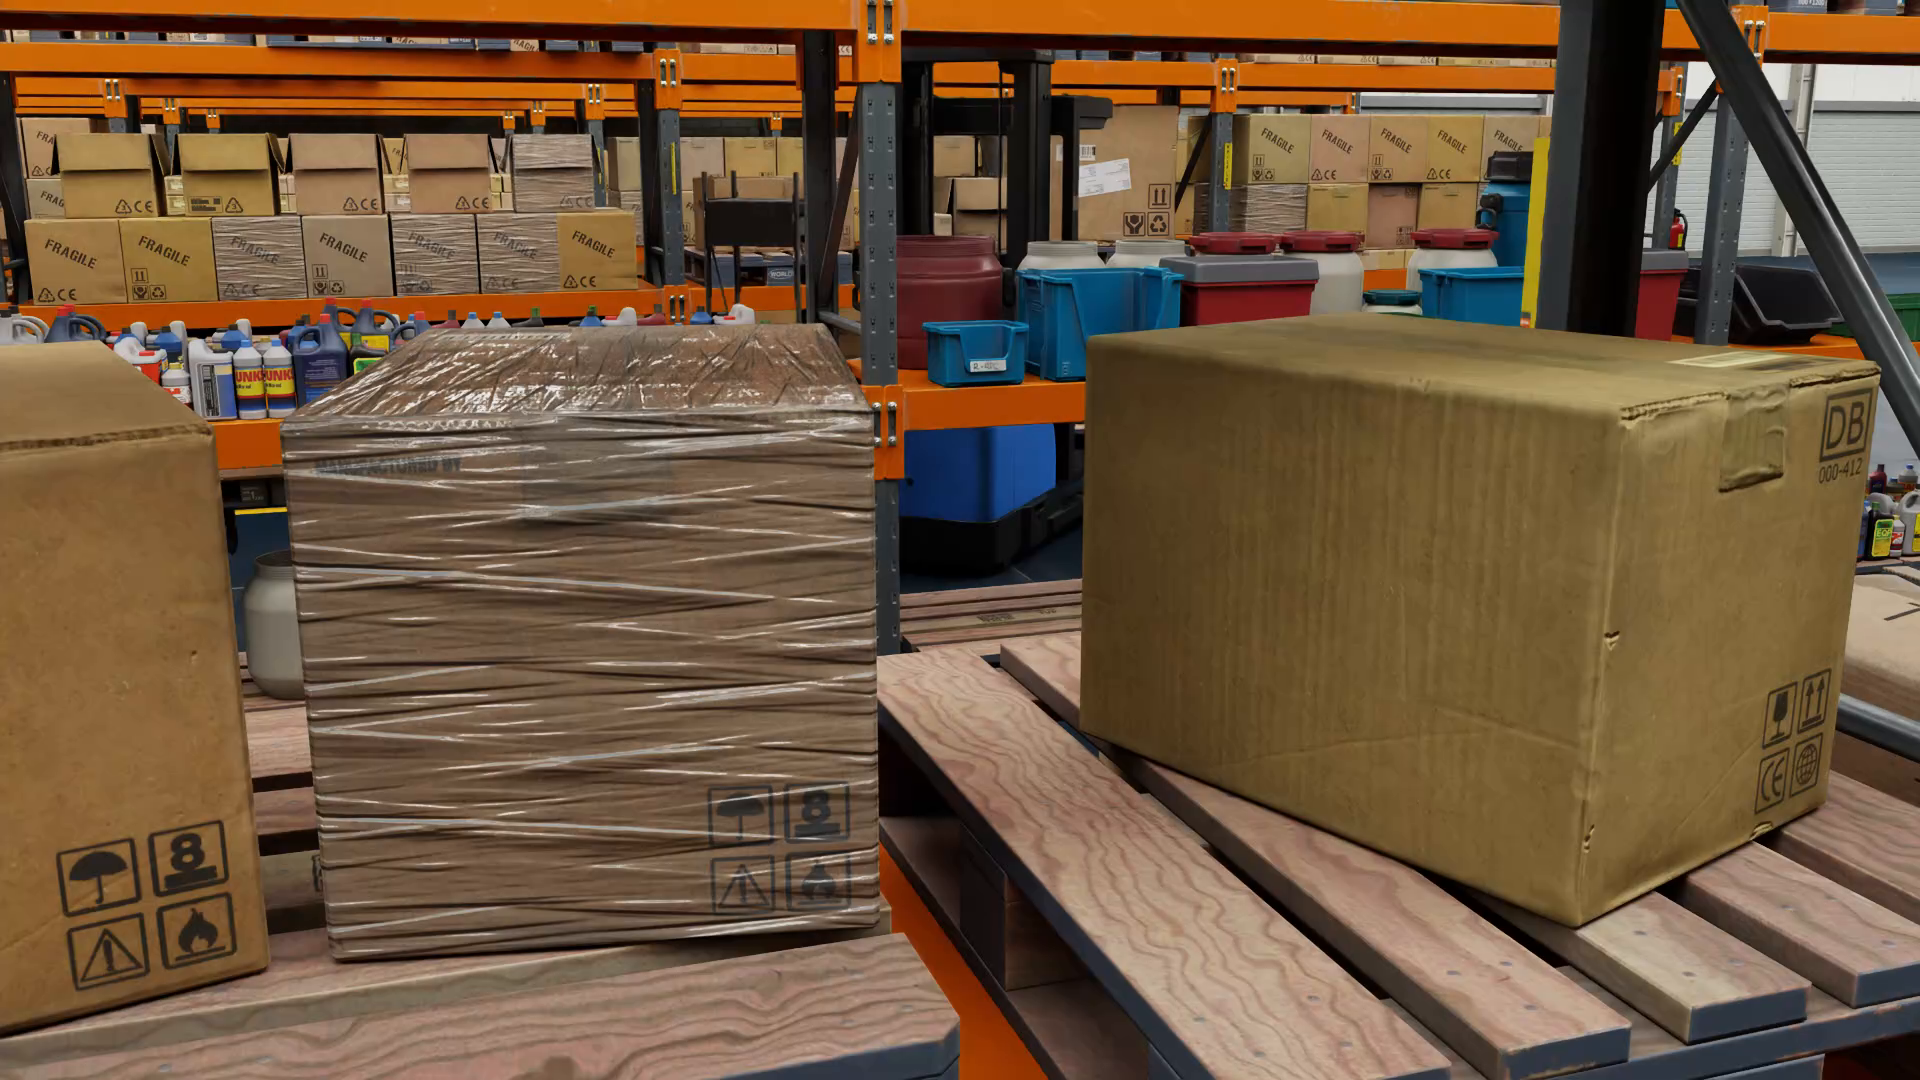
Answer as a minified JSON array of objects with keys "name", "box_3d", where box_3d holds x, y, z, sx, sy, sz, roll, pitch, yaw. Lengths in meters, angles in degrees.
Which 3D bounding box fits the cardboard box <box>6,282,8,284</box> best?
[{"name":"cardboard box","box_3d":[-13.341,-3.500,23.126,0.250,0.149,0.380,-5,14,-20]}]

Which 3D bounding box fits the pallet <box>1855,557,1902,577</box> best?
[{"name":"pallet","box_3d":[3.984,0.144,8.583,1.213,0.211,1.003,-4,14,-18]}]

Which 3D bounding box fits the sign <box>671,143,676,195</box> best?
[{"name":"sign","box_3d":[-1.856,-2.405,10.771,0.005,0.325,0.100,-4,14,-18]}]

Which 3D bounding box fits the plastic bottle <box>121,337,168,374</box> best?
[{"name":"plastic bottle","box_3d":[-2.859,-0.574,5.842,0.135,0.276,0.152,-4,14,-18]}]

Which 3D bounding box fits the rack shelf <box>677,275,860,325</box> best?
[{"name":"rack shelf","box_3d":[-0.141,-1.761,12.120,4.000,0.370,1.077,-4,14,-18]}]

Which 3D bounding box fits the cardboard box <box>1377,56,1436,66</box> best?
[{"name":"cardboard box","box_3d":[3.237,-3.697,12.544,0.500,0.250,0.500,-5,14,-20]}]

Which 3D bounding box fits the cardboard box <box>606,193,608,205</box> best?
[{"name":"cardboard box","box_3d":[-4.277,-4.226,20.562,0.250,0.149,0.380,-5,14,-22]}]

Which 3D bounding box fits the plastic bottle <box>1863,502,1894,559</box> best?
[{"name":"plastic bottle","box_3d":[4.580,-0.051,8.293,0.133,0.283,0.061,-4,14,-16]}]

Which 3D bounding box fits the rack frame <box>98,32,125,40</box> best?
[{"name":"rack frame","box_3d":[-7.314,-5.682,14.085,0.127,3.000,1.000,-4,14,-18]}]

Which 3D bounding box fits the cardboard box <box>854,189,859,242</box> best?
[{"name":"cardboard box","box_3d":[-1.099,-3.231,16.528,0.500,0.500,0.500,-4,14,-17]}]

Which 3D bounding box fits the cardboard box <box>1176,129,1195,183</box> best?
[{"name":"cardboard box","box_3d":[2.169,-4.089,17.693,0.500,0.550,0.875,-4,14,-18]}]

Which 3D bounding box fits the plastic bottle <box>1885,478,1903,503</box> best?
[{"name":"plastic bottle","box_3d":[5.209,-0.247,9.297,0.097,0.201,0.097,0,13,0]}]

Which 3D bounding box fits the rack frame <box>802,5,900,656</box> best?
[{"name":"rack frame","box_3d":[-0.457,-0.877,6.849,0.127,3.000,1.000,-4,14,-18]}]

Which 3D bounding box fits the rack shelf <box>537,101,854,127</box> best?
[{"name":"rack shelf","box_3d":[-3.302,-5.394,20.910,4.000,0.370,1.077,-4,14,-18]}]

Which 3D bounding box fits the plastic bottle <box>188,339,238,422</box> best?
[{"name":"plastic bottle","box_3d":[-2.590,-0.558,5.774,0.135,0.276,0.152,-4,14,-18]}]

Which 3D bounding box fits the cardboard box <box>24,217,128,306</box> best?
[{"name":"cardboard box","box_3d":[-5.312,-1.696,10.075,0.500,0.500,0.500,-4,14,-18]}]

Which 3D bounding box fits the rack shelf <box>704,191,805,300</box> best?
[{"name":"rack shelf","box_3d":[-0.991,-1.508,8.480,0.480,0.518,0.431,4,14,15]}]

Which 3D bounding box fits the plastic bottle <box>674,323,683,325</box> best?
[{"name":"plastic bottle","box_3d":[-1.181,-0.810,6.995,0.097,0.201,0.097,0,13,0]}]

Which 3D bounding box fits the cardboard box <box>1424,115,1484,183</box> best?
[{"name":"cardboard box","box_3d":[3.680,-3.029,12.877,0.500,0.500,0.500,-4,14,-18]}]

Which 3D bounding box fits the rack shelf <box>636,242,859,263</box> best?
[{"name":"rack shelf","box_3d":[-1.627,-2.857,16.724,4.000,0.370,1.077,-4,14,-18]}]

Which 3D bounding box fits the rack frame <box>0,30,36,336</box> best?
[{"name":"rack frame","box_3d":[-5.828,-1.668,10.175,0.127,3.000,1.000,-4,14,-18]}]

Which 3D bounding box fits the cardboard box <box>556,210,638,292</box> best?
[{"name":"cardboard box","box_3d":[-2.425,-1.921,11.023,0.500,0.500,0.500,-4,14,-16]}]

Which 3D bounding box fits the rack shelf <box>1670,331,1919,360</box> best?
[{"name":"rack shelf","box_3d":[5.230,-0.970,8.794,4.000,0.370,1.077,-4,14,-18]}]

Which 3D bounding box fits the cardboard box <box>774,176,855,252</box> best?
[{"name":"cardboard box","box_3d":[-1.040,-2.328,11.826,0.500,0.500,0.700,-2,14,-10]}]

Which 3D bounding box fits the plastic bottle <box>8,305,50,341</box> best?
[{"name":"plastic bottle","box_3d":[-3.481,-0.698,6.201,0.185,0.351,0.144,-4,14,-18]}]

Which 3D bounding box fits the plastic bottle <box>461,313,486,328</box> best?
[{"name":"plastic bottle","box_3d":[-1.965,-0.783,6.730,0.097,0.271,0.097,0,13,0]}]

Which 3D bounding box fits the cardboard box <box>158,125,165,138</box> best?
[{"name":"cardboard box","box_3d":[-9.370,-4.726,19.251,0.250,0.149,0.380,-5,14,-19]}]

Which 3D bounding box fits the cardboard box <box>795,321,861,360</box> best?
[{"name":"cardboard box","box_3d":[-0.912,-1.424,11.977,0.500,0.250,0.500,-3,14,-12]}]

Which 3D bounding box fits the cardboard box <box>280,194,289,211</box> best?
[{"name":"cardboard box","box_3d":[-6.058,-2.977,14.668,0.250,0.149,0.380,-5,14,-20]}]

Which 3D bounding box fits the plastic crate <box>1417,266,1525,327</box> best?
[{"name":"plastic crate","box_3d":[2.388,-1.015,7.463,0.575,0.384,0.392,-4,14,-18]}]

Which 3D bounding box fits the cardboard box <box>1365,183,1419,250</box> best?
[{"name":"cardboard box","box_3d":[3.128,-2.560,13.064,0.500,0.500,0.875,-4,14,-18]}]

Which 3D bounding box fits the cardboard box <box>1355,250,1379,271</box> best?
[{"name":"cardboard box","box_3d":[3.007,-2.157,12.770,0.250,0.149,0.380,-4,14,-18]}]

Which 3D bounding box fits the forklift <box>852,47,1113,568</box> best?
[{"name":"forklift","box_3d":[0.248,-1.575,9.930,1.130,2.935,3.031,5,14,21]}]

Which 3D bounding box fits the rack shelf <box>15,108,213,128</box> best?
[{"name":"rack shelf","box_3d":[-12.471,-5.892,23.003,4.000,0.370,1.077,-4,14,-18]}]

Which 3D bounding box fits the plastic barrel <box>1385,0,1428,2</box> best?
[{"name":"plastic barrel","box_3d":[1.682,-2.694,6.921,0.708,0.901,0.600,-4,14,-18]}]

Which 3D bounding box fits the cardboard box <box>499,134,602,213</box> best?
[{"name":"cardboard box","box_3d":[-2.735,-2.450,11.076,0.637,0.503,0.797,-4,14,-16]}]

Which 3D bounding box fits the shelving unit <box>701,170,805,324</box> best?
[{"name":"shelving unit","box_3d":[-0.991,-0.841,8.639,0.503,2.100,0.431,4,14,15]}]

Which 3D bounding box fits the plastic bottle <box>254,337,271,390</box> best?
[{"name":"plastic bottle","box_3d":[-2.705,-0.691,6.496,0.097,0.201,0.097,0,13,0]}]

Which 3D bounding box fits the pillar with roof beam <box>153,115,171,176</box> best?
[{"name":"pillar with roof beam","box_3d":[-10.149,-7.051,19.839,0.400,9.000,9.100,-4,14,-18]}]

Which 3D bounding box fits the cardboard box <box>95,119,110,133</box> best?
[{"name":"cardboard box","box_3d":[-7.819,-3.464,14.702,0.500,0.500,0.500,-4,14,-17]}]

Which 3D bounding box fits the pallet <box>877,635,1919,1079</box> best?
[{"name":"pallet","box_3d":[0.499,0.368,2.028,1.003,0.211,1.213,-4,14,-18]}]

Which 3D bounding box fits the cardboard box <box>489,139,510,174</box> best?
[{"name":"cardboard box","box_3d":[-5.604,-4.577,20.025,0.500,0.500,0.500,-5,14,-20]}]

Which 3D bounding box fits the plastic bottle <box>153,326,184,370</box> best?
[{"name":"plastic bottle","box_3d":[-2.968,-0.668,6.245,0.097,0.271,0.097,0,13,0]}]

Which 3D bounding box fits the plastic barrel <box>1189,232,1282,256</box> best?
[{"name":"plastic barrel","box_3d":[1.252,-1.130,7.618,0.433,0.535,0.433,0,13,0]}]

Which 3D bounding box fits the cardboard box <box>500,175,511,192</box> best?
[{"name":"cardboard box","box_3d":[-4.080,-3.276,15.282,0.250,0.149,0.380,-5,14,-19]}]

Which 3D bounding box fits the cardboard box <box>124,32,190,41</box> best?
[{"name":"cardboard box","box_3d":[-6.920,-4.480,14.388,0.500,0.500,0.700,-4,14,-18]}]

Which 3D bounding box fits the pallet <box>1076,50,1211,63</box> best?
[{"name":"pallet","box_3d":[1.135,-3.605,12.238,1.003,0.211,1.213,-4,14,-18]}]

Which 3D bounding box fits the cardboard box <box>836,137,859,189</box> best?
[{"name":"cardboard box","box_3d":[-1.166,-3.776,16.657,0.500,0.500,0.700,-4,14,-18]}]

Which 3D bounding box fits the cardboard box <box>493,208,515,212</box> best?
[{"name":"cardboard box","box_3d":[-3.072,-1.997,11.342,0.500,0.500,0.500,-5,14,-20]}]
